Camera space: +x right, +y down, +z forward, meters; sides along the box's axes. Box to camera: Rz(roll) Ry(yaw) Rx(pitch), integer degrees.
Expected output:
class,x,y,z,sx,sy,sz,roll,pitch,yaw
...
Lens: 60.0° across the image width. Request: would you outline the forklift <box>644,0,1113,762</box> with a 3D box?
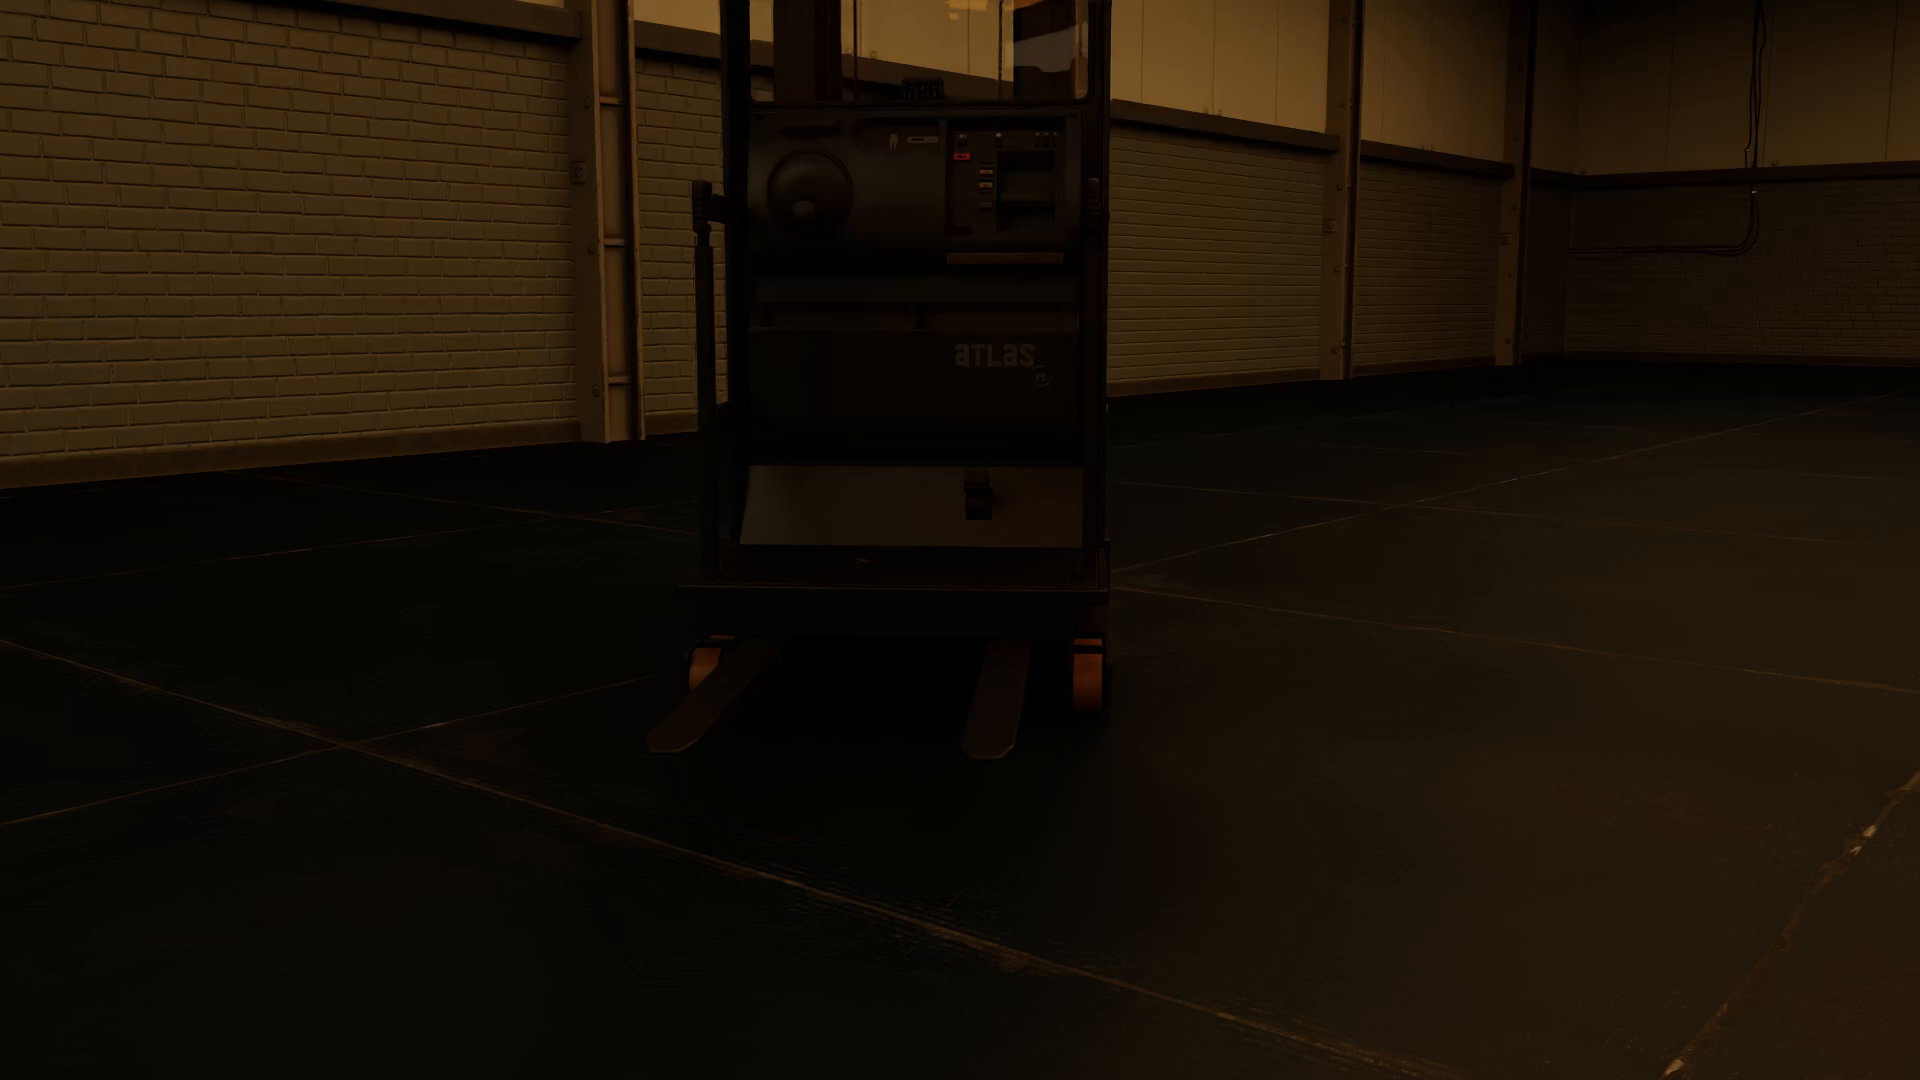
class,x,y,z,sx,sy,sz,roll,pitch,yaw
forklift,-0.142,-1.045,4.427,1.130,2.935,3.031,1,8,4
